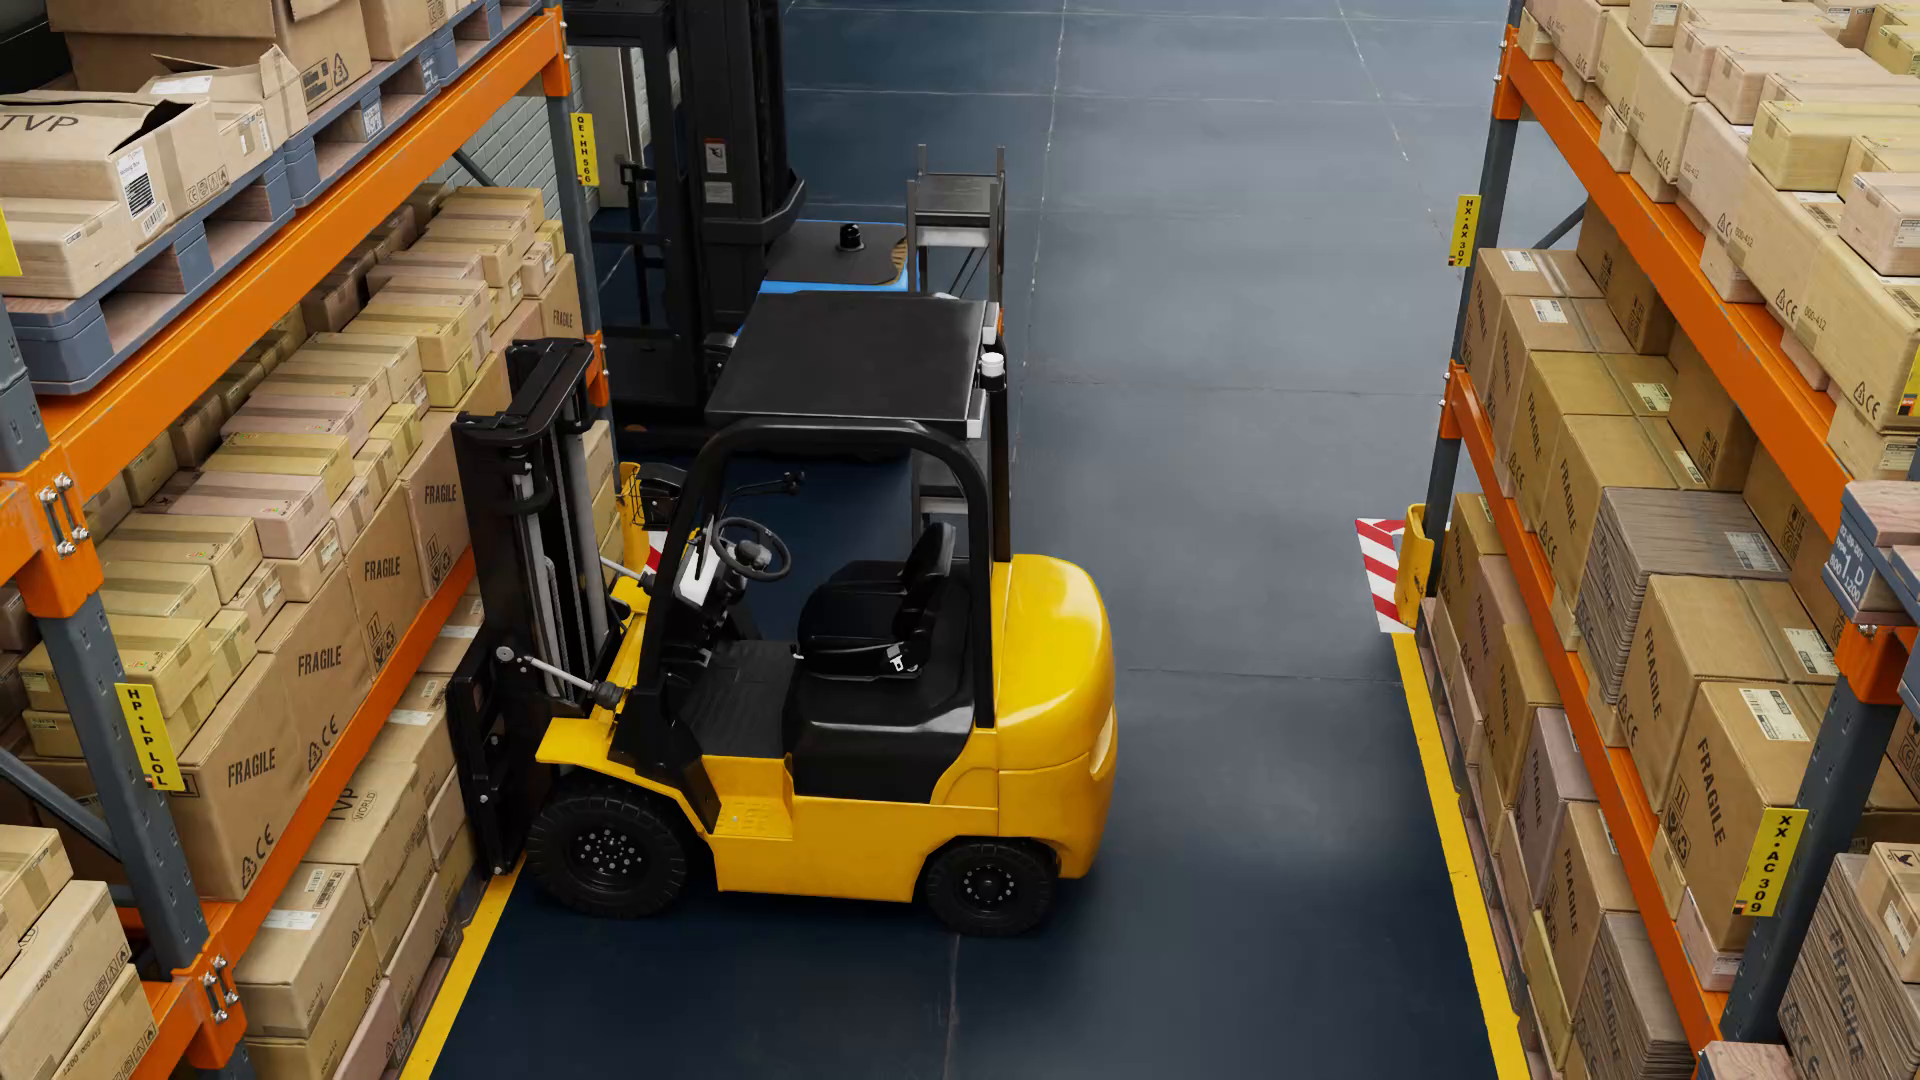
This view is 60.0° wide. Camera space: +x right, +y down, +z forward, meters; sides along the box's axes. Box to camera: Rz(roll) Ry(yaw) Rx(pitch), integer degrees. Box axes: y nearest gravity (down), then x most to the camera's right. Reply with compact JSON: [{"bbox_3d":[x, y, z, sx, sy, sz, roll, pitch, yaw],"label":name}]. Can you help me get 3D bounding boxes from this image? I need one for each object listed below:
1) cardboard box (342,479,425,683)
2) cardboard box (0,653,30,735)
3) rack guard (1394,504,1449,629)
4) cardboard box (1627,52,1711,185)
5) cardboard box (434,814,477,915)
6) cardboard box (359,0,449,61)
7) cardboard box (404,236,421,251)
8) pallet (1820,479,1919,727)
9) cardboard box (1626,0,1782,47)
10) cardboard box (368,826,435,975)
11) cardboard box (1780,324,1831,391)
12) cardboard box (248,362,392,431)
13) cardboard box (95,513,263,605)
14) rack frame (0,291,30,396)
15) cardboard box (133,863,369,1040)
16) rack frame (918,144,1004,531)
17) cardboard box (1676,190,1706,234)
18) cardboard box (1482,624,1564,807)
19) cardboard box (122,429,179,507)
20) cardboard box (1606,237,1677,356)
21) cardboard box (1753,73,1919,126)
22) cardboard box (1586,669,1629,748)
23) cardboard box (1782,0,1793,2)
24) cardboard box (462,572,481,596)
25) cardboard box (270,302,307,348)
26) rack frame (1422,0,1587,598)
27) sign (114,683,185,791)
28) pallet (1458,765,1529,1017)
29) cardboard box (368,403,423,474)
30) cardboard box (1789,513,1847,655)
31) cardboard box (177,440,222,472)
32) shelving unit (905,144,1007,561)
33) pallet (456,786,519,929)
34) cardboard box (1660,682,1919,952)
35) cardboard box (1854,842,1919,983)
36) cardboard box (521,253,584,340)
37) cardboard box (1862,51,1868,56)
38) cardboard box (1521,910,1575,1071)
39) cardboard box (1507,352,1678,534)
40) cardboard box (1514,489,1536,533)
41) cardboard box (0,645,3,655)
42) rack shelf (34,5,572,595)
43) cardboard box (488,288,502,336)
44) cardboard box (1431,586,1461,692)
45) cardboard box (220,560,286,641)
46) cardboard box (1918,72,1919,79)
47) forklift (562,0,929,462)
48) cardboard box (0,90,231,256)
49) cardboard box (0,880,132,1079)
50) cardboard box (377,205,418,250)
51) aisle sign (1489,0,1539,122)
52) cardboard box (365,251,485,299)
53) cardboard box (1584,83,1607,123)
[{"bbox_3d":[-2.167,0.125,5.593,0.500,0.500,0.500,2,32,3],"label":"cardboard box"},{"bbox_3d":[-2.759,0.429,4.482,0.380,0.149,0.250,2,32,4],"label":"cardboard box"},{"bbox_3d":[2.738,0.149,8.032,1.175,0.500,0.348,2,32,4],"label":"rack guard"},{"bbox_3d":[2.308,-1.242,4.907,0.500,0.250,0.500,3,32,5],"label":"cardboard box"},{"bbox_3d":[-2.107,1.144,6.255,0.500,0.250,0.500,3,32,5],"label":"cardboard box"},{"bbox_3d":[-2.179,-1.933,5.577,0.700,0.500,0.500,3,32,4],"label":"cardboard box"},{"bbox_3d":[-2.446,-1.186,7.102,0.380,0.149,0.250,2,32,4],"label":"cardboard box"},{"bbox_3d":[2.262,0.258,2.793,1.213,0.211,1.003,2,32,4],"label":"pallet"},{"bbox_3d":[2.303,-1.632,5.160,0.380,0.149,0.250,3,32,5],"label":"cardboard box"},{"bbox_3d":[-2.143,1.202,5.684,0.500,0.250,0.500,2,32,4],"label":"cardboard box"},{"bbox_3d":[2.245,-0.475,4.042,0.380,0.149,0.250,3,32,4],"label":"cardboard box"},{"bbox_3d":[-2.179,-0.481,5.674,0.380,0.149,0.250,3,32,4],"label":"cardboard box"},{"bbox_3d":[-2.264,0.053,4.808,0.380,0.149,0.250,2,32,3],"label":"cardboard box"},{"bbox_3d":[-2.529,-1.628,2.814,1.000,3.000,0.127,2,32,4],"label":"rack frame"},{"bbox_3d":[-2.177,1.253,5.125,0.500,0.250,0.500,2,32,3],"label":"cardboard box"},{"bbox_3d":[0.006,-0.935,8.266,0.400,2.100,0.015,2,32,4],"label":"rack frame"},{"bbox_3d":[2.361,-1.016,4.920,0.380,0.149,0.250,2,32,4],"label":"cardboard box"},{"bbox_3d":[2.314,0.675,6.301,0.500,0.500,0.500,3,32,5],"label":"cardboard box"},{"bbox_3d":[-2.735,-0.236,5.276,0.380,0.149,0.250,2,32,3],"label":"cardboard box"},{"bbox_3d":[2.872,-1.009,6.197,0.700,0.500,0.500,3,32,4],"label":"cardboard box"},{"bbox_3d":[2.296,-1.094,4.286,0.380,0.149,0.250,2,32,3],"label":"cardboard box"},{"bbox_3d":[2.220,0.531,5.269,0.380,0.149,0.250,2,32,3],"label":"cardboard box"},{"bbox_3d":[2.850,-1.750,5.350,0.380,0.149,0.250,2,32,4],"label":"cardboard box"},{"bbox_3d":[-1.997,0.187,6.856,0.500,0.250,0.500,3,32,5],"label":"cardboard box"},{"bbox_3d":[-2.657,-0.769,6.142,0.380,0.149,0.250,2,32,3],"label":"cardboard box"},{"bbox_3d":[2.744,-0.955,7.441,1.000,3.000,0.127,2,32,4],"label":"rack frame"},{"bbox_3d":[-1.987,0.485,4.075,0.100,0.325,0.005,2,32,4],"label":"sign"},{"bbox_3d":[2.535,1.331,6.389,1.003,0.211,1.213,2,32,4],"label":"pallet"},{"bbox_3d":[-2.095,-0.355,5.754,0.380,0.149,0.250,2,32,3],"label":"cardboard box"},{"bbox_3d":[2.734,0.055,4.470,0.700,0.500,0.500,3,32,4],"label":"cardboard box"},{"bbox_3d":[-2.658,-0.246,5.577,0.380,0.149,0.250,2,32,3],"label":"cardboard box"},{"bbox_3d":[-0.013,-0.807,8.059,0.431,2.100,0.503,2,32,4],"label":"shelving unit"},{"bbox_3d":[-2.326,1.060,6.829,1.003,0.211,1.213,2,32,4],"label":"pallet"},{"bbox_3d":[2.207,0.724,4.337,0.500,0.500,0.500,2,32,3],"label":"cardboard box"},{"bbox_3d":[2.028,0.743,3.288,0.380,0.149,0.250,2,32,4],"label":"cardboard box"},{"bbox_3d":[-1.982,-0.939,7.320,0.500,0.500,0.500,2,32,3],"label":"cardboard box"},{"bbox_3d":[2.892,-1.481,5.295,0.500,0.250,0.500,3,32,5],"label":"cardboard box"},{"bbox_3d":[2.232,1.529,5.631,0.500,0.250,0.500,2,32,3],"label":"cardboard box"},{"bbox_3d":[2.350,-0.351,6.082,0.500,0.500,0.500,2,32,3],"label":"cardboard box"},{"bbox_3d":[2.347,-0.144,6.364,0.380,0.149,0.250,3,32,5],"label":"cardboard box"},{"bbox_3d":[-2.804,0.301,4.405,0.380,0.149,0.250,3,32,4],"label":"cardboard box"},{"bbox_3d":[-2.366,-1.090,5.486,1.077,0.370,4.000,2,32,4],"label":"rack shelf"},{"bbox_3d":[-2.057,-0.894,6.627,0.380,0.149,0.250,2,32,4],"label":"cardboard box"},{"bbox_3d":[2.403,0.447,7.387,0.500,0.250,0.500,2,32,4],"label":"cardboard box"},{"bbox_3d":[-2.228,0.179,4.886,0.380,0.149,0.250,2,32,4],"label":"cardboard box"},{"bbox_3d":[2.821,-1.207,4.470,0.380,0.149,0.250,2,32,3],"label":"cardboard box"},{"bbox_3d":[-1.723,-2.013,9.223,3.031,2.935,1.130,3,32,6],"label":"forklift"},{"bbox_3d":[-2.218,-0.959,4.177,0.500,0.311,0.500,3,32,5],"label":"cardboard box"},{"bbox_3d":[-2.314,1.045,3.862,0.500,0.250,0.500,2,32,3],"label":"cardboard box"},{"bbox_3d":[-2.528,-1.308,7.016,0.380,0.149,0.250,4,32,6],"label":"cardboard box"},{"bbox_3d":[2.440,-2.108,6.833,0.394,0.787,0.004,2,32,4],"label":"aisle sign"},{"bbox_3d":[-2.100,-1.019,6.547,0.380,0.149,0.250,3,32,4],"label":"cardboard box"},{"bbox_3d":[2.410,-1.557,5.798,0.380,0.149,0.250,2,32,4],"label":"cardboard box"}]
